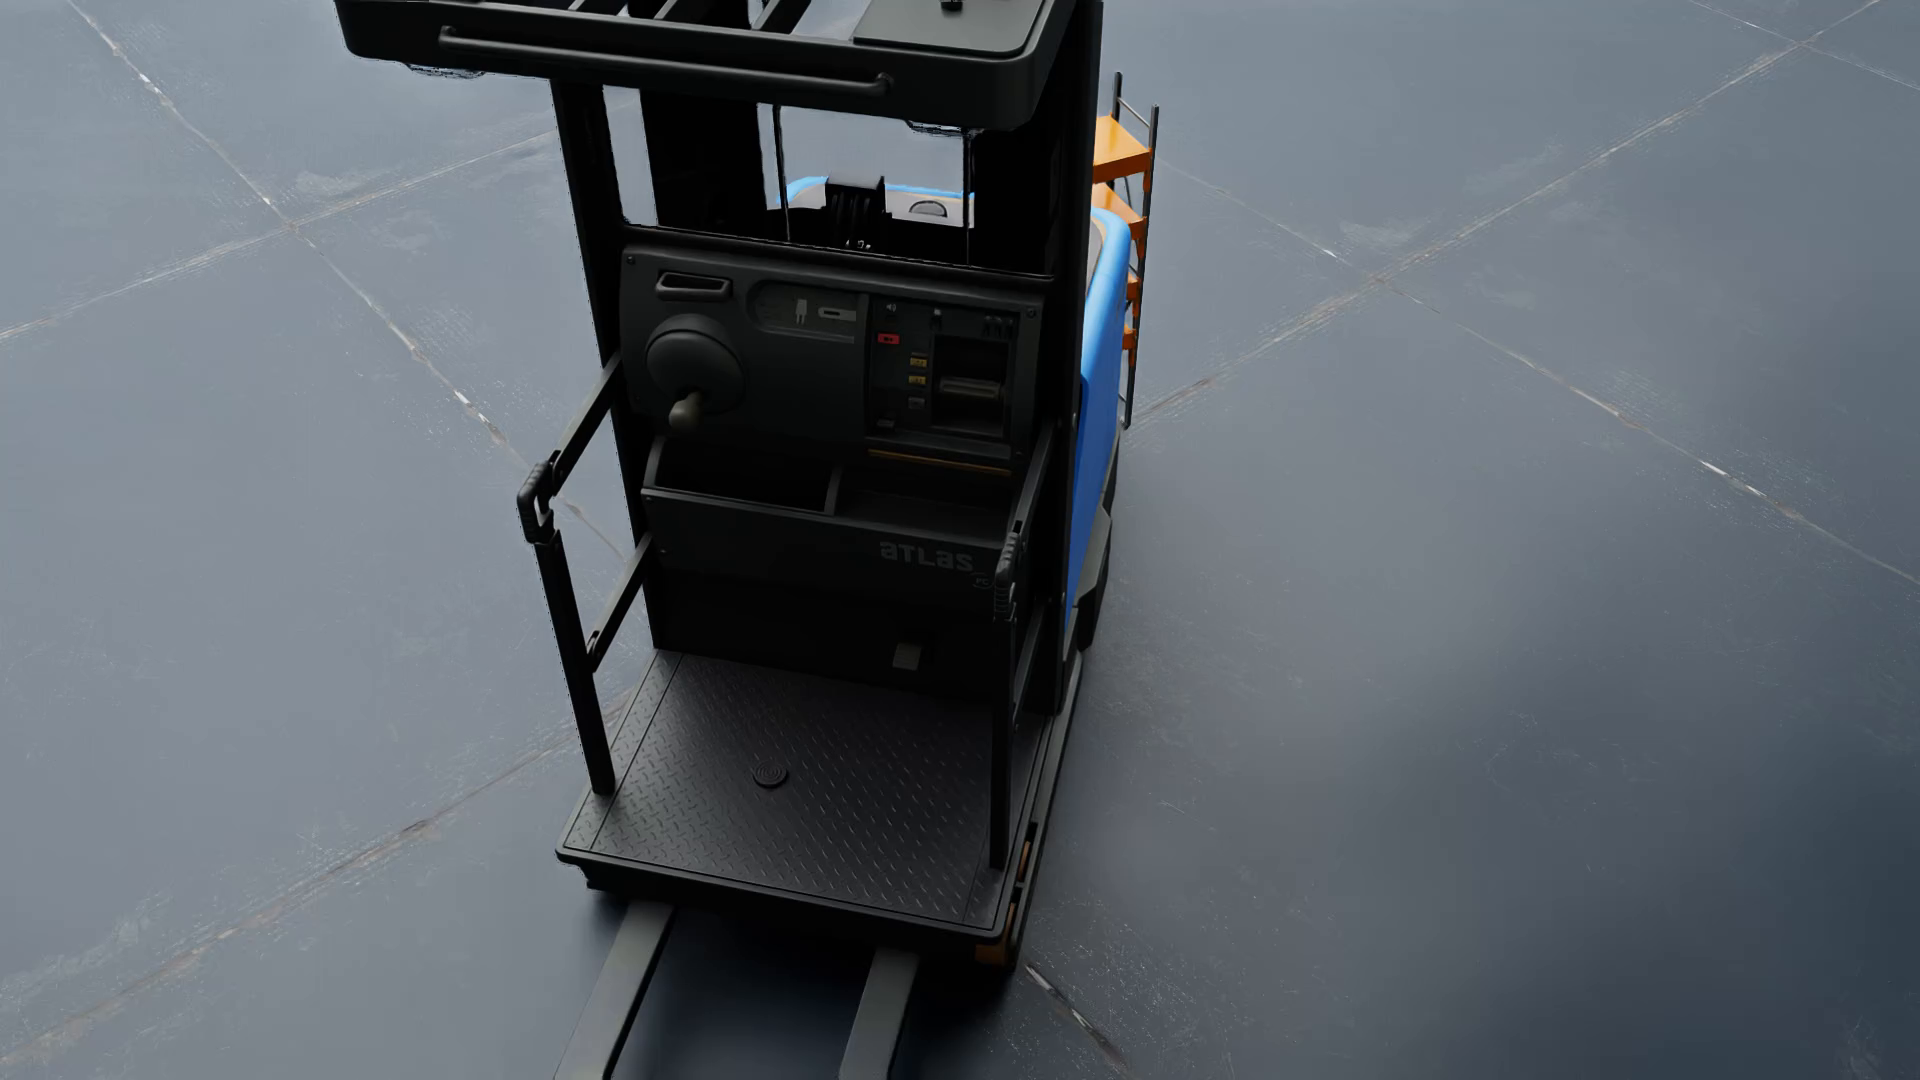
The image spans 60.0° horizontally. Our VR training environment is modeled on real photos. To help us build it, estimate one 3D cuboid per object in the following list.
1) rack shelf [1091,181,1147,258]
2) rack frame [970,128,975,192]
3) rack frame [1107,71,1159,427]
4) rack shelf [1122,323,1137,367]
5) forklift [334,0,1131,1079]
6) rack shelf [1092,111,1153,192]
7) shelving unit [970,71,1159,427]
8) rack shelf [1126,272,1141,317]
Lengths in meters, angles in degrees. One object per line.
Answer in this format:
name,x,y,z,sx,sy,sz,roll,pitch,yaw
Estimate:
rack shelf,0.303,-0.940,5.146,0.480,0.148,0.258,-18,46,-18
rack frame,0.082,-0.755,5.177,0.015,1.200,0.240,-18,46,-18
rack frame,0.523,-0.898,5.329,0.015,1.200,0.240,-18,46,-18
rack shelf,0.303,-0.633,5.435,0.480,0.148,0.258,-18,46,-18
forklift,-0.333,-0.304,3.432,1.130,2.935,3.031,9,44,9
rack shelf,0.303,-1.113,4.984,0.480,0.148,0.258,-18,46,-18
shelving unit,0.303,-0.826,5.253,0.503,1.200,0.258,-18,46,-18
rack shelf,0.303,-0.777,5.299,0.480,0.148,0.258,-18,46,-18
